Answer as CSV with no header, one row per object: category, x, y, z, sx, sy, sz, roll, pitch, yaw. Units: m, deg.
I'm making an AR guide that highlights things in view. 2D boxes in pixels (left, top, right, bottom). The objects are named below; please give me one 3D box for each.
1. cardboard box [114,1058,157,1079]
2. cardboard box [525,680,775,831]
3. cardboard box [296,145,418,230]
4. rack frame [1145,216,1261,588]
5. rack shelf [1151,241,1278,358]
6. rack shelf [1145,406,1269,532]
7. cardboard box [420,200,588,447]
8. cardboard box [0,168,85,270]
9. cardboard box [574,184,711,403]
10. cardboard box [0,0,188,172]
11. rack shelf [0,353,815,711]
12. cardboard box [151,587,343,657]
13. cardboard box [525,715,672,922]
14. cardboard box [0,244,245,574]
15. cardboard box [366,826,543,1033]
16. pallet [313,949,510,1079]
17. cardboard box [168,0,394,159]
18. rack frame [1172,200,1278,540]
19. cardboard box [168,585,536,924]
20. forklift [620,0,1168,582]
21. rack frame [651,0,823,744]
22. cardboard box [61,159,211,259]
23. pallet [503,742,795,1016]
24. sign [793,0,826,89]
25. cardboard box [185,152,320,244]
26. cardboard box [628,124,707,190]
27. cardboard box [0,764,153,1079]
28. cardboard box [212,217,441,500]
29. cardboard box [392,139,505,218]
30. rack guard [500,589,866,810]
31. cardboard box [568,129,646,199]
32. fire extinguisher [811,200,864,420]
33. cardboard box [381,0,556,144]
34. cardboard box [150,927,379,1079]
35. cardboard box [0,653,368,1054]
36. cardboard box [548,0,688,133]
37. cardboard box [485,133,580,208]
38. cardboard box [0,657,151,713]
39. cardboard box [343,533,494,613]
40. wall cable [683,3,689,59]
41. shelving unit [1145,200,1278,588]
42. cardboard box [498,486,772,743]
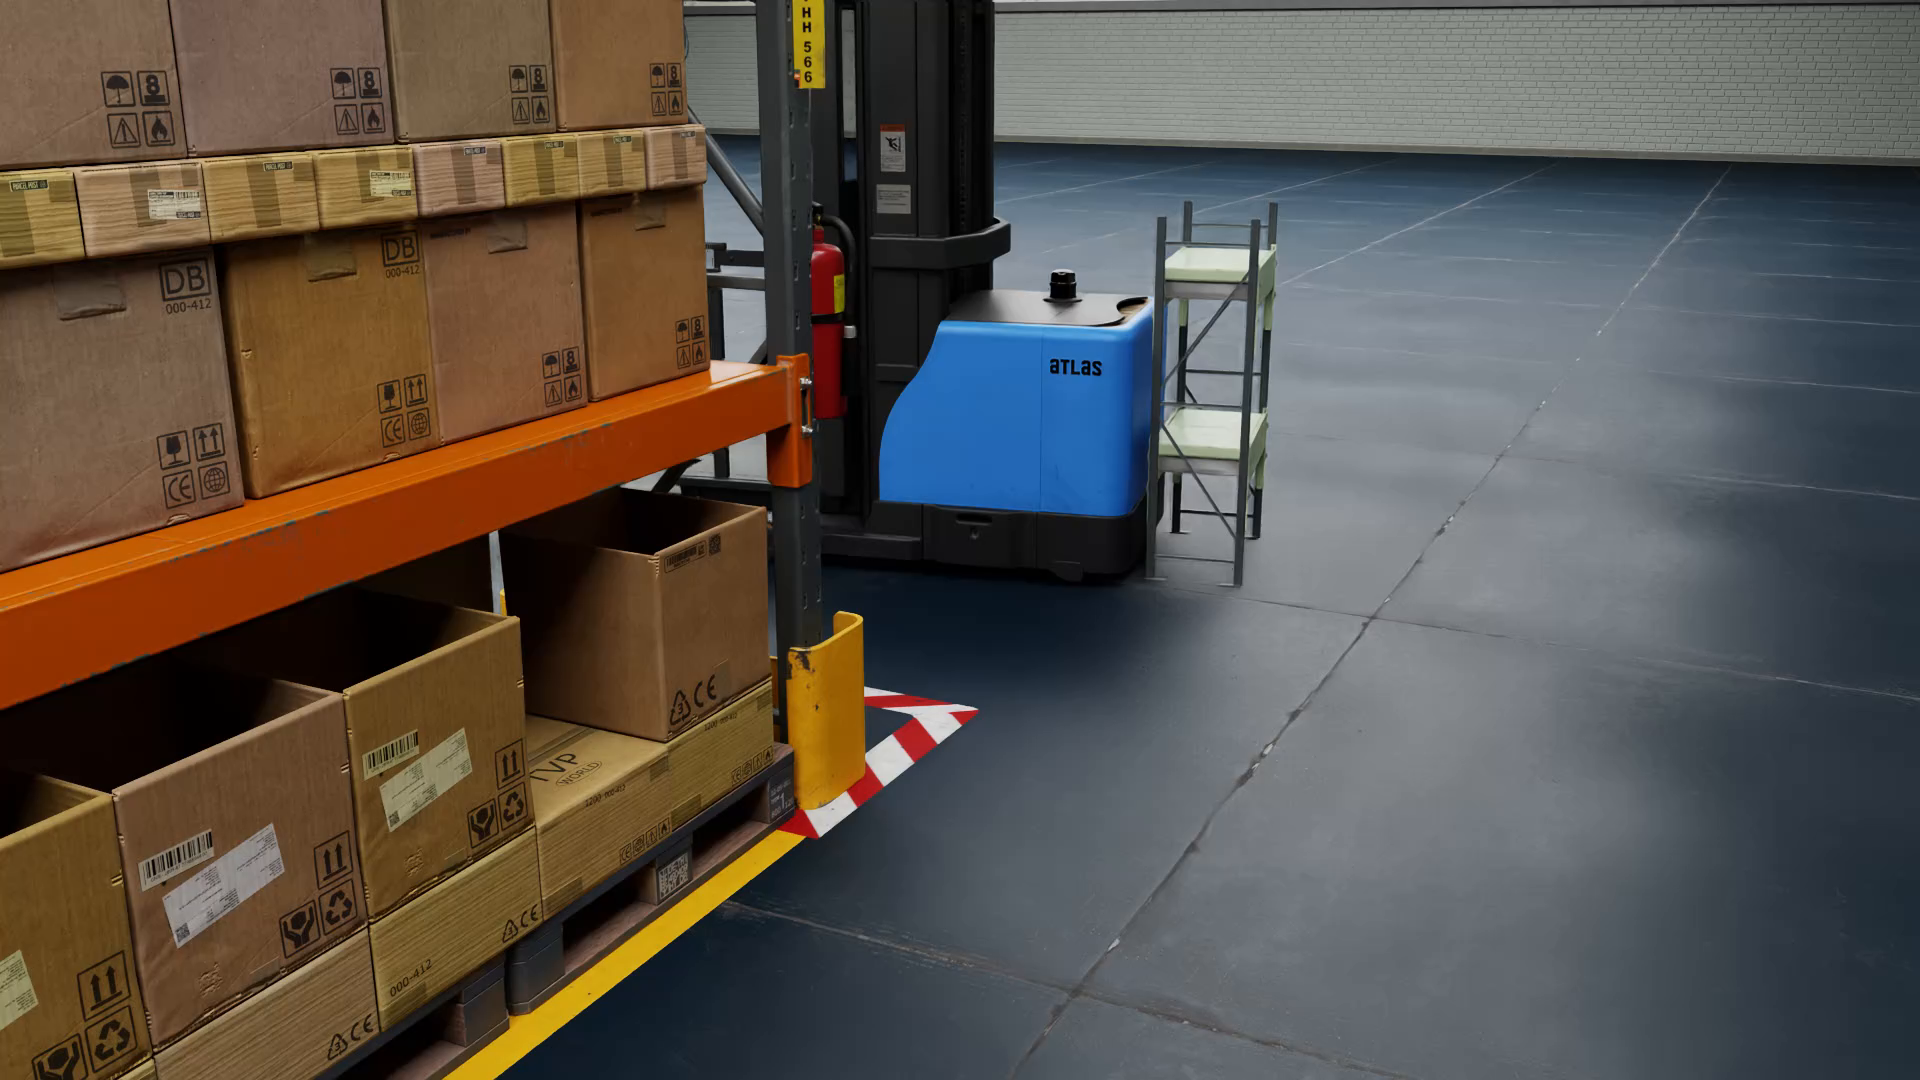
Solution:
cardboard box,-1.731,1.049,2.815,0.500,0.250,0.500,8,18,25
cardboard box,-0.853,0.538,4.538,0.500,0.250,0.500,8,18,25
cardboard box,-1.340,-0.728,3.392,0.380,0.149,0.250,9,19,27
rack frame,0.970,-0.538,6.700,0.400,1.500,0.023,5,17,15
rack shelf,1.069,-1.012,6.927,0.431,0.370,0.720,5,17,15
rack shelf,1.068,-0.326,7.131,0.431,0.370,0.720,5,17,15
cardboard box,-1.328,-0.550,3.931,0.700,0.500,0.500,9,19,27
cardboard box,-1.683,-0.532,2.733,0.380,0.149,0.250,8,18,25
cardboard box,-1.098,-0.684,4.383,0.700,0.500,0.500,8,18,25
cardboard box,-1.800,-0.902,2.838,0.700,0.500,0.500,8,18,25
rack shelf,-1.772,0.101,3.180,1.077,0.370,4.000,8,18,25
cardboard box,-1.750,0.369,3.789,0.500,0.500,0.500,8,18,25
cardboard box,-1.066,0.666,4.104,0.500,0.250,0.500,8,18,25
cardboard box,-1.787,-0.289,3.055,0.700,0.500,0.500,9,19,27
cardboard box,-1.288,0.794,3.674,0.500,0.250,0.500,8,18,25
pallet,-1.729,1.093,3.473,1.003,0.211,1.213,8,18,25
cardboard box,-1.576,-1.029,3.267,0.700,0.500,0.500,8,18,26
rack frame,1.167,-0.738,7.376,0.400,1.500,0.023,5,17,15
cardboard box,-1.285,0.435,3.566,0.500,0.500,0.500,8,18,25
forklift,-0.638,-1.448,7.251,3.031,2.935,1.130,5,17,15
rack frame,-0.878,-0.753,4.793,1.000,3.000,0.127,8,18,25
cardboard box,-1.570,-0.595,2.946,0.380,0.149,0.250,8,18,25
pallet,-1.182,0.783,4.516,1.003,0.211,1.213,8,18,25
sign,-0.399,-1.349,4.350,0.100,0.325,0.005,8,18,25
cardboard box,-1.456,-0.661,3.166,0.380,0.149,0.250,9,19,27
cardboard box,-0.878,-0.991,4.277,0.380,0.149,0.250,8,18,24
cardboard box,-1.731,0.690,2.708,0.500,0.500,0.500,8,18,25
cardboard box,-1.556,-0.424,3.508,0.700,0.500,0.500,8,18,26
cardboard box,-1.223,-0.795,3.617,0.380,0.149,0.250,8,18,26
rack guard,-0.867,0.439,5.169,1.175,0.500,0.348,8,18,25
cardboard box,-0.994,-0.924,4.052,0.380,0.149,0.250,9,19,27
fire extinguisher,-0.410,-0.687,4.706,0.296,0.674,0.183,8,18,25
cardboard box,-1.352,-1.158,3.700,0.700,0.500,0.500,8,18,24
cardboard box,-1.513,0.921,3.246,0.500,0.250,0.500,8,18,25
cardboard box,-1.510,0.562,3.138,0.500,0.500,0.500,8,18,25
cardboard box,-1.122,-1.292,4.153,0.700,0.500,0.500,8,18,26
cardboard box,-1.108,-0.859,3.832,0.380,0.149,0.250,8,18,25
cardboard box,-1.989,0.494,3.368,0.500,0.500,0.500,8,18,25
cardboard box,-1.538,0.240,4.223,0.500,0.500,0.500,8,18,25
wall cable,-8.259,-13.454,42.471,3.097,2.526,0.112,8,18,25
shelving unit,1.068,-0.638,7.038,0.431,1.500,0.755,5,17,15
cardboard box,-0.851,0.178,4.430,0.500,0.500,0.500,8,18,25
